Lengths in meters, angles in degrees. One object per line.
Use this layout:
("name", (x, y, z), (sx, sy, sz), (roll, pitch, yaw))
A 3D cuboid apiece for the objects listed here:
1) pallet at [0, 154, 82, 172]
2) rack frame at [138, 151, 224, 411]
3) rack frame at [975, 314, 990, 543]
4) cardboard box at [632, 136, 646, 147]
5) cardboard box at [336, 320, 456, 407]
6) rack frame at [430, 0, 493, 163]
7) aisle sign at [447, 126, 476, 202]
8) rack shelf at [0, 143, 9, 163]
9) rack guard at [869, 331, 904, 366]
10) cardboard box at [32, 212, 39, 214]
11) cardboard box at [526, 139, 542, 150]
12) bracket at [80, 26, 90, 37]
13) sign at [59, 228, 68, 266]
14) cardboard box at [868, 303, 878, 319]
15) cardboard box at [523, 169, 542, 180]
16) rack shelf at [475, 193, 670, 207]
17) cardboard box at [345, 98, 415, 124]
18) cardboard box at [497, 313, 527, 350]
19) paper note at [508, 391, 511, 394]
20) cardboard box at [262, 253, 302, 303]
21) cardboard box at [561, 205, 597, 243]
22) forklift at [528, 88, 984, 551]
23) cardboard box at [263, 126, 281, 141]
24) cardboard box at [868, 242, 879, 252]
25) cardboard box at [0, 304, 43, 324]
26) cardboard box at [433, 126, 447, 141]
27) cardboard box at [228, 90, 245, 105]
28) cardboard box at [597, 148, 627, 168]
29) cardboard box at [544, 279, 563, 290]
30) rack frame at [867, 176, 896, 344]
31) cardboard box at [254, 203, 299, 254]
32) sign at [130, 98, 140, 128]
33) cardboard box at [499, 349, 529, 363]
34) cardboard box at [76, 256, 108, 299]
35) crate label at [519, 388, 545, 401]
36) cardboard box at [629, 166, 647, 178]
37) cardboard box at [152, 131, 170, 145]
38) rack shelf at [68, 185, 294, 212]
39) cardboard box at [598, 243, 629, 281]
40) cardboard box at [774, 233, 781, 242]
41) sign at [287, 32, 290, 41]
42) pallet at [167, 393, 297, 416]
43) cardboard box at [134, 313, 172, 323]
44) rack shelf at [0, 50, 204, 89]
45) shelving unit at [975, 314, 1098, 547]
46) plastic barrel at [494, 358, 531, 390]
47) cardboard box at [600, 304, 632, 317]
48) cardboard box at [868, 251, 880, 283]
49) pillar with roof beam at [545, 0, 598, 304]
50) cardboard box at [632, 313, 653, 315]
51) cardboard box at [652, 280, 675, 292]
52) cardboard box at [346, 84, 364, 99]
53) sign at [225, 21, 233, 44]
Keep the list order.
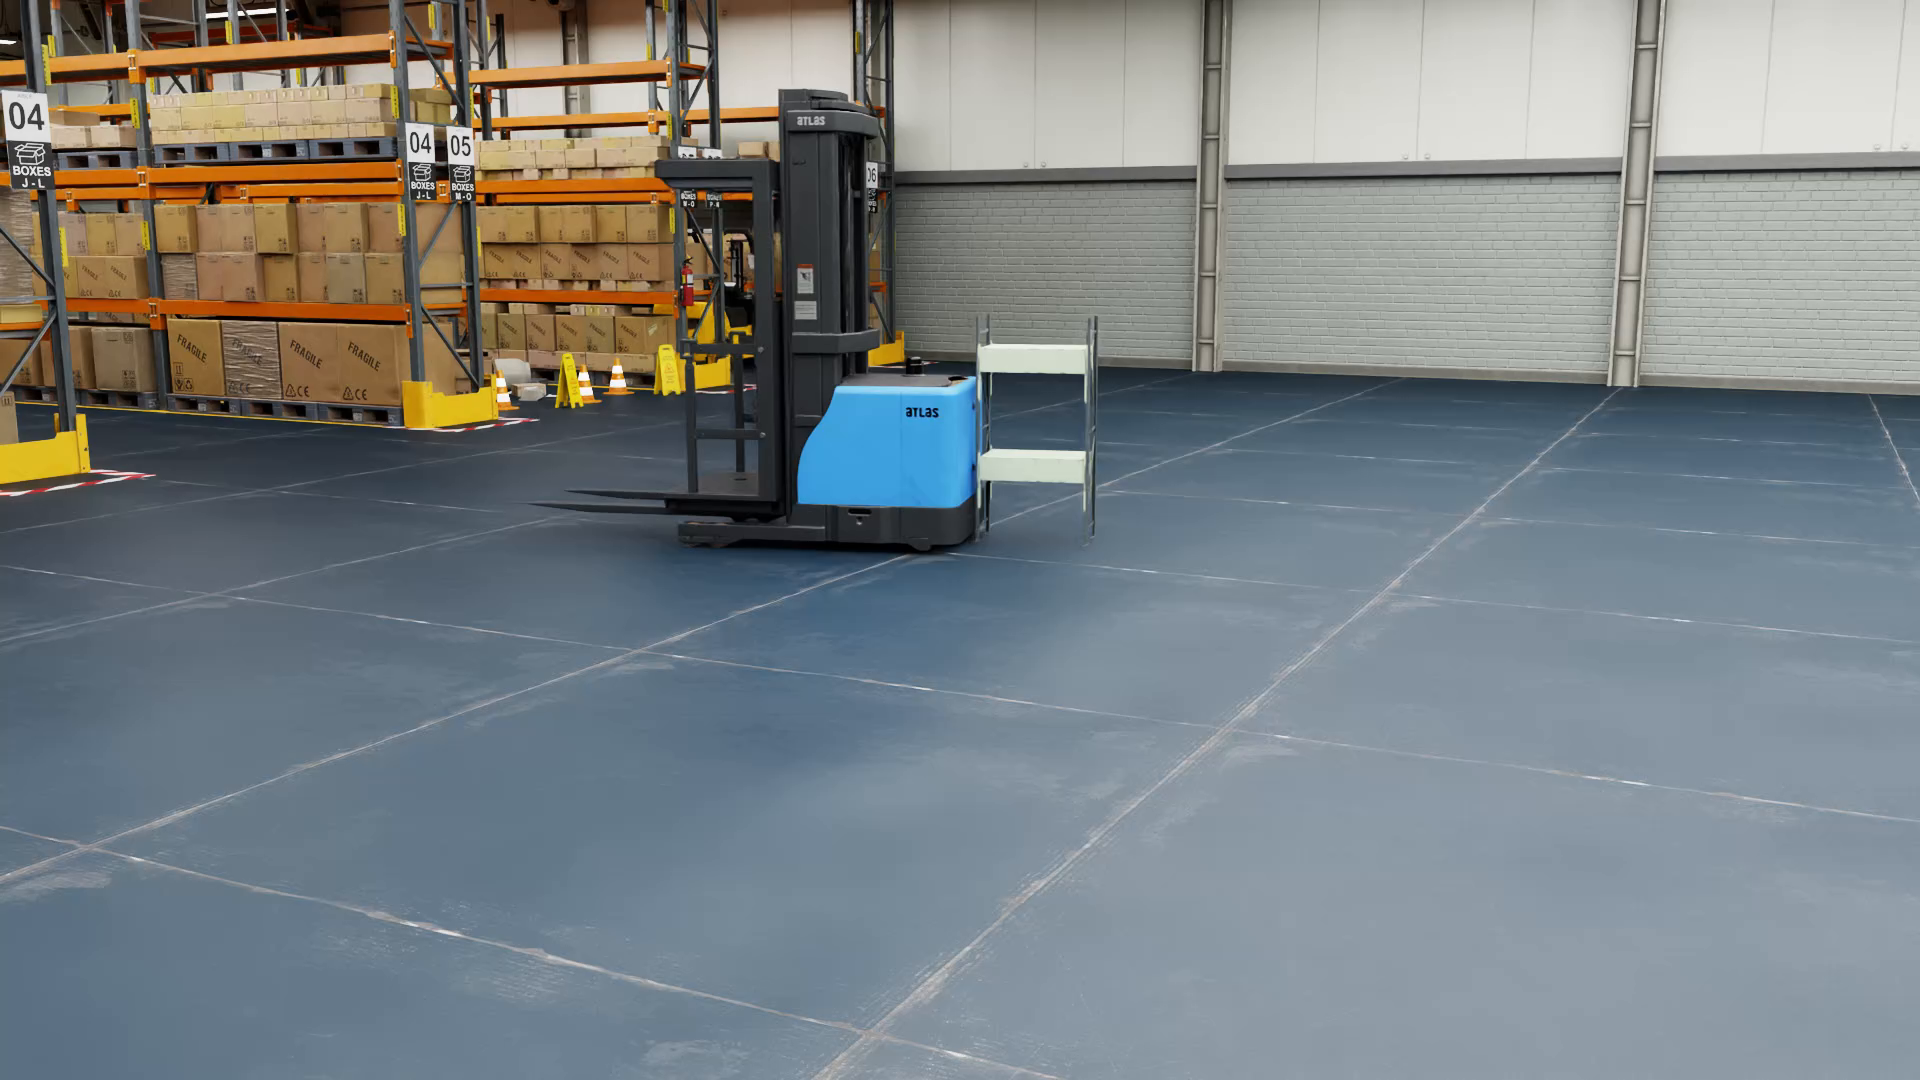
("pallet", (-11.200, -4.657, 20.644), (1.213, 0.211, 1.003), (6, 12, 28))
("rack frame", (-9.218, -3.088, 19.871), (0.127, 3.000, 1.000), (5, 11, 26))
("rack frame", (0.154, -0.752, 11.175), (0.023, 1.500, 0.400), (2, 10, 12))
("cardboard box", (-4.179, -5.322, 22.259), (0.250, 0.149, 0.380), (5, 12, 27))
("cardboard box", (-6.268, -1.977, 18.518), (0.875, 0.875, 0.875), (5, 11, 26))
("rack frame", (-7.118, -6.839, 23.749), (0.127, 3.000, 1.000), (5, 11, 26))
("aisle sign", (-5.435, -4.095, 18.132), (0.004, 0.787, 0.394), (5, 11, 26))
("rack shelf", (-9.710, -3.268, 14.464), (4.000, 0.370, 1.077), (5, 11, 26))
("rack guard", (-1.317, -3.133, 27.135), (0.348, 0.500, 1.175), (5, 11, 26))
("cardboard box", (-15.352, -5.427, 27.886), (0.250, 0.149, 0.380), (5, 11, 25))
("cardboard box", (-5.788, -5.461, 23.023), (0.250, 0.149, 0.380), (5, 11, 25))
("bracket", (-18.235, -10.681, 34.872), (0.430, 0.232, 0.235), (5, 11, 26))
("sign", (-7.676, -2.501, 14.198), (0.005, 0.325, 0.100), (5, 11, 26))
("cardboard box", (-1.686, -3.778, 27.418), (0.500, 0.250, 0.500), (5, 11, 25))
("cardboard box", (-5.830, -5.060, 23.047), (0.250, 0.149, 0.380), (5, 11, 25))
("rack shelf", (-6.719, -5.959, 29.333), (4.000, 0.370, 1.077), (5, 11, 26))
("cardboard box", (-6.193, -4.571, 17.769), (0.500, 0.250, 0.500), (5, 11, 27))
("cardboard box", (-6.223, -2.979, 23.706), (0.500, 0.500, 0.500), (6, 12, 28))
("paper note", (-5.955, -1.952, 21.964), (0.148, 0.019, 0.142), (-10, 14, -43))
("cardboard box", (-7.427, -3.008, 19.007), (0.500, 0.550, 0.875), (5, 11, 26))
("cardboard box", (-5.039, -4.329, 22.805), (0.500, 0.500, 0.700), (5, 11, 25))
("forklift", (-1.400, -1.479, 11.170), (3.031, 2.935, 1.130), (2, 10, 11))
("cardboard box", (-7.446, -4.474, 18.349), (0.250, 0.149, 0.380), (5, 11, 27))
("cardboard box", (-1.528, -4.801, 27.233), (0.250, 0.149, 0.380), (5, 11, 24))
("cardboard box", (-8.066, -1.926, 14.153), (0.250, 0.149, 0.380), (5, 11, 26))
("cardboard box", (-5.796, -4.459, 18.271), (0.250, 0.149, 0.380), (5, 11, 26))
("cardboard box", (-7.900, -4.906, 18.497), (0.250, 0.149, 0.380), (5, 11, 26))
("cardboard box", (-4.554, -5.159, 22.478), (0.500, 0.250, 0.500), (5, 11, 25))
("cardboard box", (-5.596, -3.569, 23.235), (0.250, 0.149, 0.380), (5, 11, 26))
("rack frame", (-1.338, -4.365, 26.923), (0.127, 3.000, 1.000), (5, 11, 26))
("cardboard box", (-7.455, -3.529, 18.853), (0.500, 0.550, 0.875), (5, 11, 26))
("sign", (-9.449, -4.886, 19.047), (0.005, 0.325, 0.100), (5, 11, 26))
("cardboard box", (-6.225, -2.610, 23.773), (0.500, 0.250, 0.500), (6, 12, 29))
("cardboard box", (-10.257, -3.176, 20.073), (0.500, 0.500, 0.500), (5, 11, 25))
("crate label", (-5.406, -1.839, 21.005), (0.298, 0.136, 0.250), (-1, 10, -4))
("cardboard box", (-4.213, -4.922, 22.285), (0.250, 0.149, 0.380), (5, 11, 26))
("cardboard box", (-9.042, -4.613, 19.121), (0.250, 0.149, 0.380), (5, 11, 25))
("rack shelf", (-12.499, -5.482, 26.692), (4.000, 0.370, 1.077), (5, 11, 26))
("cardboard box", (-4.587, -3.806, 22.721), (0.500, 0.500, 0.500), (5, 11, 26))
("cardboard box", (-2.942, -4.958, 27.267), (0.250, 0.149, 0.380), (5, 12, 27))
("sign", (-10.474, -7.740, 25.883), (0.005, 0.325, 0.100), (5, 11, 26))
("pallet", (-8.571, -1.644, 19.719), (1.213, 0.211, 1.003), (5, 11, 26))
("cardboard box", (-12.888, -3.572, 27.332), (0.875, 0.875, 0.875), (5, 12, 27))
("rack shelf", (-11.012, -5.647, 20.307), (4.000, 0.370, 1.077), (5, 11, 26))
("shelving unit", (0.512, -0.739, 11.102), (0.755, 1.500, 0.431), (2, 10, 12))
("plastic barrel", (-6.053, -2.225, 22.334), (0.512, 0.421, 0.421), (-4, 11, -23))
("cardboard box", (-4.724, -3.153, 22.844), (0.250, 0.149, 0.380), (5, 12, 27))
("cardboard box", (-1.660, -4.497, 27.375), (0.500, 0.500, 0.500), (5, 12, 28))
("pillar with roof beam", (-8.849, -7.301, 26.301), (0.548, 9.000, 9.100), (5, 11, 26))
("cardboard box", (-4.625, -2.944, 23.511), (0.500, 0.500, 0.500), (5, 11, 24))
("cardboard box", (-3.961, -3.443, 22.538), (0.250, 0.149, 0.380), (5, 12, 28))
("cardboard box", (-6.306, -4.766, 17.724), (0.250, 0.149, 0.380), (5, 11, 26))
("sign", (-10.948, -7.603, 24.902), (0.005, 0.325, 0.100), (5, 11, 26))
